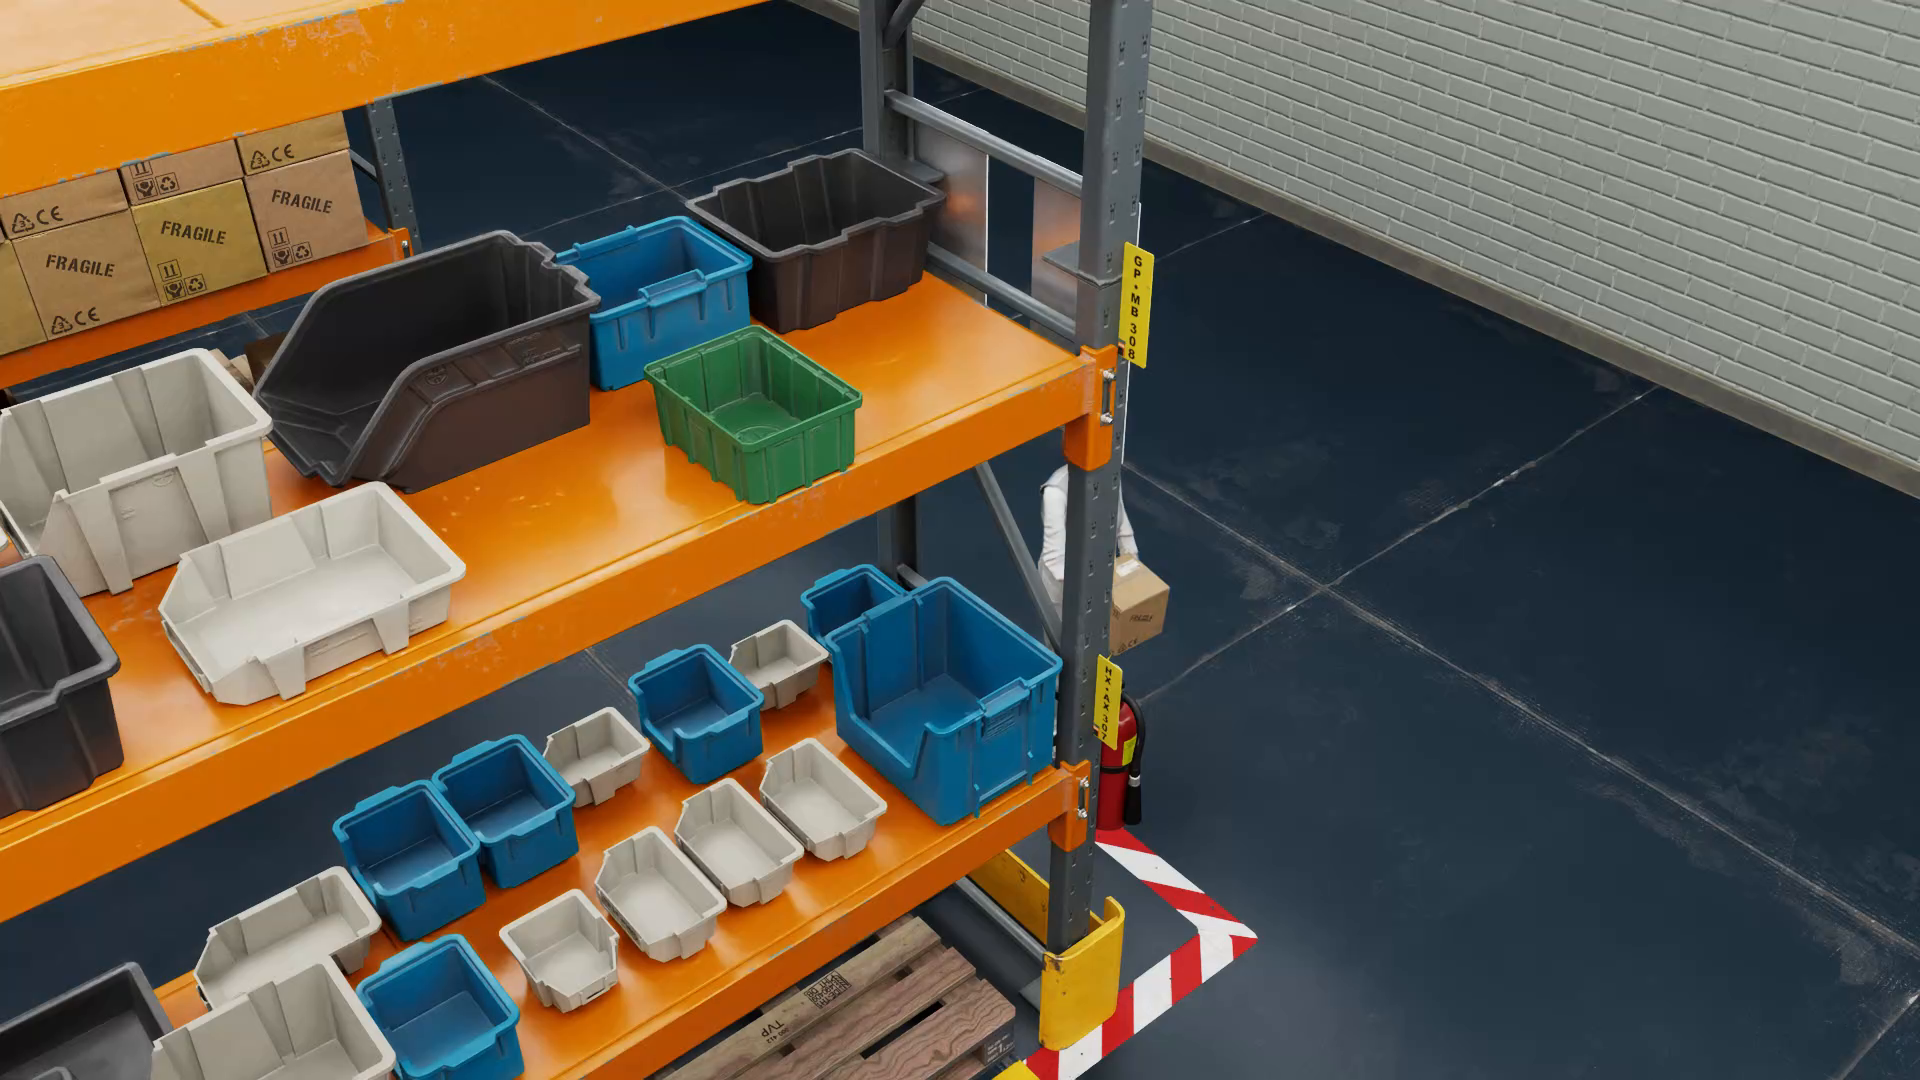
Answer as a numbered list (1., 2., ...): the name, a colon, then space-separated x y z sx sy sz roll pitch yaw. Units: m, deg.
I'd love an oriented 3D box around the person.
1. person: 0.534 0.232 6.766 0.414 1.596 0.423 -24 43 -29
